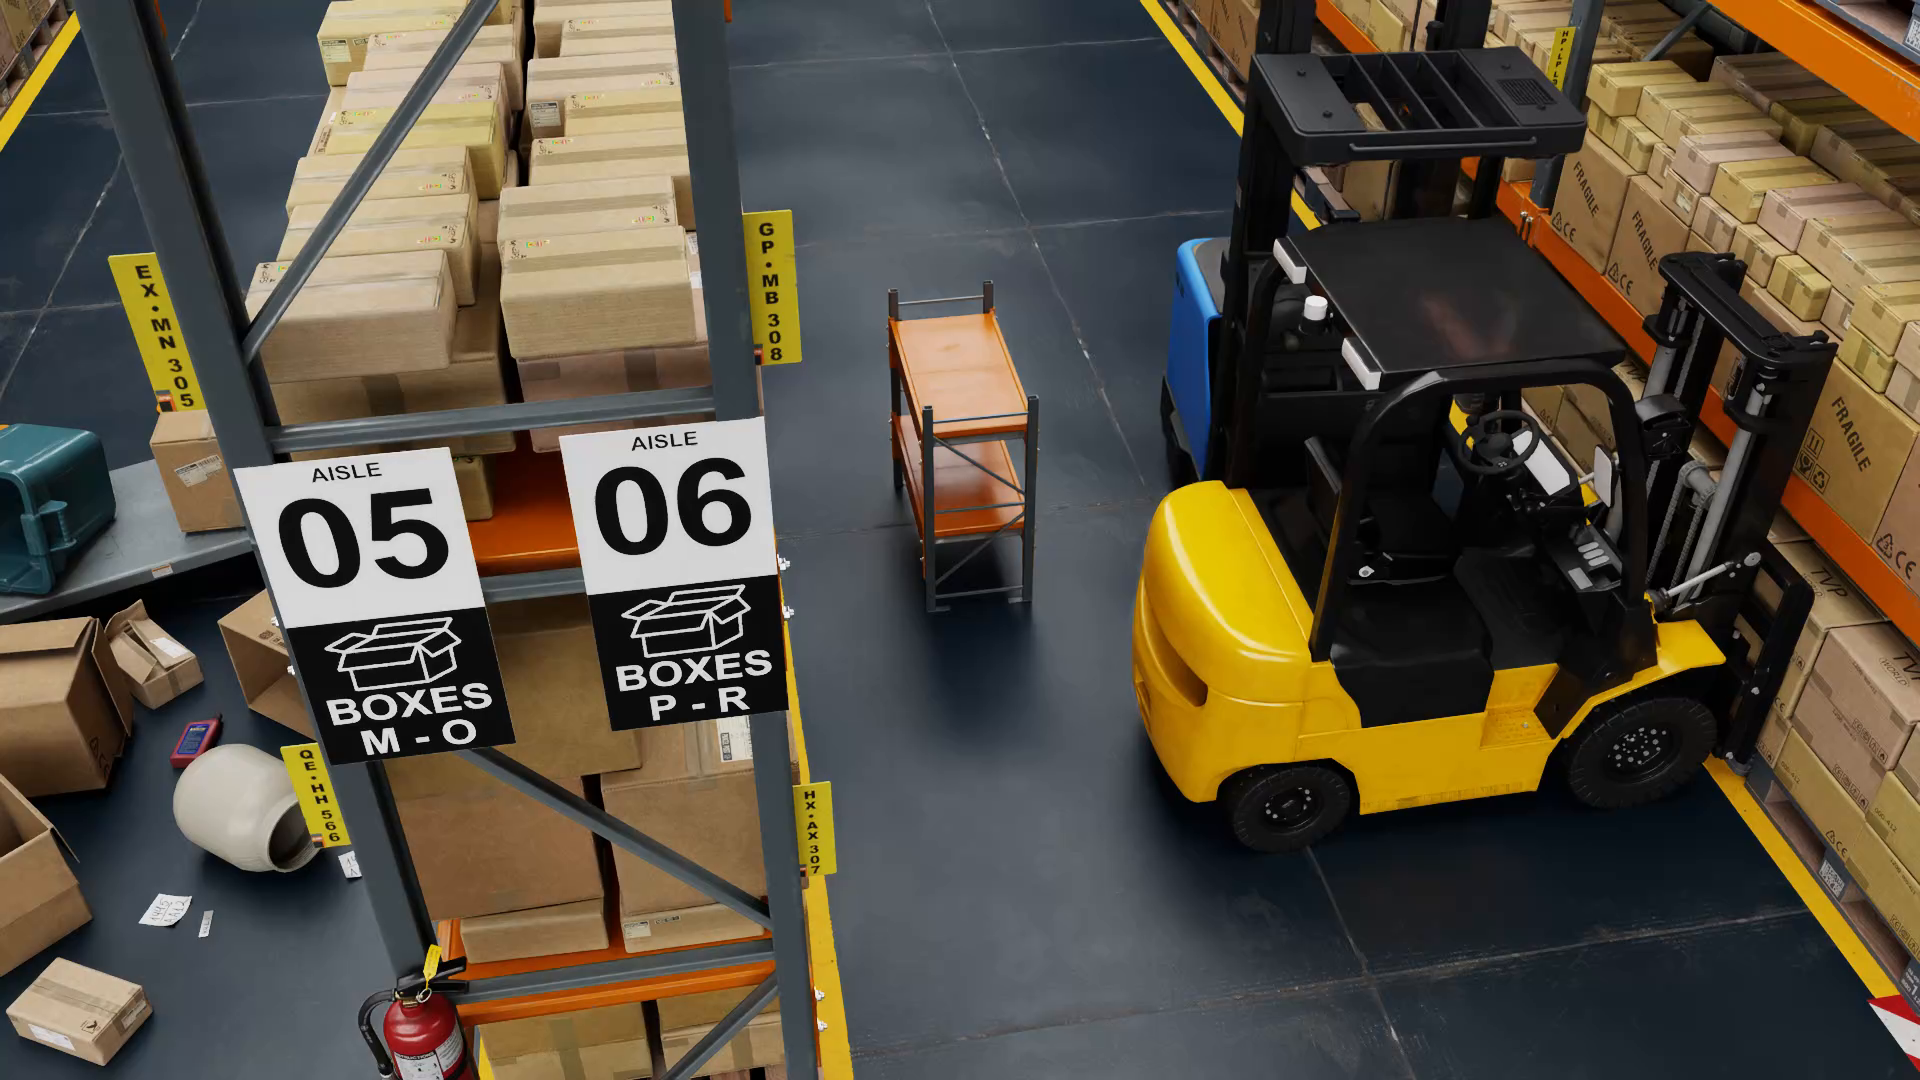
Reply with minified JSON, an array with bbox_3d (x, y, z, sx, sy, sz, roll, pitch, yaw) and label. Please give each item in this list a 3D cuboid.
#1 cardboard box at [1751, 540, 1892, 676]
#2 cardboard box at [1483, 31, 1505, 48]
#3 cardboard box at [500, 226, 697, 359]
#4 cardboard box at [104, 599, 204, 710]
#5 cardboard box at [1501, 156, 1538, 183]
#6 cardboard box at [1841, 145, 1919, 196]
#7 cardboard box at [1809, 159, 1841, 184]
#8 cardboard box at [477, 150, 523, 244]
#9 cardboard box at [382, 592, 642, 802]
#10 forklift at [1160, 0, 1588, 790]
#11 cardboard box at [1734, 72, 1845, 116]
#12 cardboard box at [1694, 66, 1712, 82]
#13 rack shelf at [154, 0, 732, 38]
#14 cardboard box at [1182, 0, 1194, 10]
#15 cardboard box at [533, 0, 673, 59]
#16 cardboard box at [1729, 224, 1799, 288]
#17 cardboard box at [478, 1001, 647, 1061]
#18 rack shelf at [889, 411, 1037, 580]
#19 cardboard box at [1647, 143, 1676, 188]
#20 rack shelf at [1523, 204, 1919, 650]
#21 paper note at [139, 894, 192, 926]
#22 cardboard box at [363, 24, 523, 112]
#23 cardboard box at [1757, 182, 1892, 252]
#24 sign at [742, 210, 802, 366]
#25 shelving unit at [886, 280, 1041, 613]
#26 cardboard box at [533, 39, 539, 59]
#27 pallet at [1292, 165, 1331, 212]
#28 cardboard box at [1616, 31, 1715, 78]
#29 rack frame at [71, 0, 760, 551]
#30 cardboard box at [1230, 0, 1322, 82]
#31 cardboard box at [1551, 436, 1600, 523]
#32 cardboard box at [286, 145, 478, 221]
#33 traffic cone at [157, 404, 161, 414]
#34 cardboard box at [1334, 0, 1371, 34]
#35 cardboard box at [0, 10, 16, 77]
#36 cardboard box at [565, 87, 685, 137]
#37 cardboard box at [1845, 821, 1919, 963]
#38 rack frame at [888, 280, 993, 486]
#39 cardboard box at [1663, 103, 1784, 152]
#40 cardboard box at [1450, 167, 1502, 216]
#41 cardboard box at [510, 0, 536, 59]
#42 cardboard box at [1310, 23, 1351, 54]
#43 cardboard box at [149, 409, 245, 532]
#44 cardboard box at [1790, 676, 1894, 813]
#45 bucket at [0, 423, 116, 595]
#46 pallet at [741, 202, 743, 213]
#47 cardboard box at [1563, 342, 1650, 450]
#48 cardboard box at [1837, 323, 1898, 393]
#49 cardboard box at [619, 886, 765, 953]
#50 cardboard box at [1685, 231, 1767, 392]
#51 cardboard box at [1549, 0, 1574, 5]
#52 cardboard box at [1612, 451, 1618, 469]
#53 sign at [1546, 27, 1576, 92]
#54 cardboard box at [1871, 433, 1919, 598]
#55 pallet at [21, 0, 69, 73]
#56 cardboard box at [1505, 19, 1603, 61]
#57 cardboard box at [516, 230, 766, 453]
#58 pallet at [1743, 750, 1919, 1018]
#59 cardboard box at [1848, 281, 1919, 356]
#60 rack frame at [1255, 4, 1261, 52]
[{"bbox_3d":[3.411,0.247,6.471,0.500,0.250,0.500,-6,38,-7],"label":"cardboard box"},{"bbox_3d":[2.856,-2.555,8.709,0.500,0.250,0.500,-7,38,-9],"label":"cardboard box"},{"bbox_3d":[-0.755,-0.523,3.488,0.380,0.149,0.250,-6,38,-8],"label":"cardboard box"},{"bbox_3d":[-3.565,0.500,7.289,0.396,0.266,0.258,27,45,30],"label":"cardboard box"},{"bbox_3d":[2.945,-2.055,8.473,0.500,0.250,0.500,-5,38,-7],"label":"cardboard box"},{"bbox_3d":[3.839,-1.473,6.749,0.380,0.149,0.250,-7,38,-9],"label":"cardboard box"},{"bbox_3d":[3.800,-1.507,7.034,0.380,0.149,0.250,-6,38,-8],"label":"cardboard box"},{"bbox_3d":[-1.323,-0.714,4.059,0.500,0.250,0.500,-7,38,-9],"label":"cardboard box"},{"bbox_3d":[-1.198,0.277,4.209,0.700,0.500,0.500,-7,38,-9],"label":"cardboard box"},{"bbox_3d":[1.712,-0.947,6.979,1.130,2.935,3.031,-3,38,-4],"label":"forklift"},{"bbox_3d":[3.648,-1.935,7.343,0.380,0.149,0.250,-7,38,-9],"label":"cardboard box"},{"bbox_3d":[3.454,-2.311,8.394,0.500,0.250,0.500,-7,38,-9],"label":"cardboard box"},{"bbox_3d":[-1.244,-2.178,4.207,1.077,0.370,4.000,-6,38,-8],"label":"rack shelf"},{"bbox_3d":[2.023,-4.596,13.316,0.500,0.500,0.500,-8,38,-10],"label":"cardboard box"},{"bbox_3d":[-0.991,-1.445,4.675,0.380,0.149,0.250,-5,38,-7],"label":"cardboard box"},{"bbox_3d":[3.284,-1.137,6.558,0.380,0.149,0.250,-7,38,-9],"label":"cardboard box"},{"bbox_3d":[-1.291,1.282,5.343,0.500,0.500,0.500,-6,38,-8],"label":"cardboard box"},{"bbox_3d":[-0.001,-0.255,7.960,0.538,0.278,1.000,-6,38,-8],"label":"rack shelf"},{"bbox_3d":[3.208,-1.602,7.157,0.380,0.149,0.250,-6,38,-8],"label":"cardboard box"},{"bbox_3d":[3.642,-0.346,6.737,1.077,0.370,4.000,-6,38,-8],"label":"rack shelf"},{"bbox_3d":[-3.021,1.405,6.326,0.148,0.019,0.142,6,38,8],"label":"paper note"},{"bbox_3d":[-1.364,-1.239,4.410,0.380,0.149,0.250,-7,38,-9],"label":"cardboard box"},{"bbox_3d":[3.359,-1.257,6.471,0.380,0.149,0.250,-6,38,-8],"label":"cardboard box"},{"bbox_3d":[-0.360,-0.474,3.158,0.100,0.325,0.005,-6,38,-8],"label":"sign"},{"bbox_3d":[-0.001,-0.448,7.810,0.538,1.125,1.048,-6,38,-8],"label":"shelving unit"},{"bbox_3d":[-0.984,-1.387,4.926,0.500,0.250,0.500,-5,38,-7],"label":"cardboard box"},{"bbox_3d":[2.696,-2.652,11.391,1.003,0.211,1.213,-6,38,-8],"label":"pallet"},{"bbox_3d":[3.441,-2.369,8.144,0.380,0.149,0.250,-7,38,-9],"label":"cardboard box"},{"bbox_3d":[-0.894,-1.255,2.431,1.000,3.000,0.127,-6,38,-8],"label":"rack frame"},{"bbox_3d":[2.304,-3.665,12.118,0.500,0.500,0.500,-5,38,-7],"label":"cardboard box"},{"bbox_3d":[3.154,-0.285,7.971,0.500,0.250,0.500,-7,38,-9],"label":"cardboard box"},{"bbox_3d":[-1.314,-0.771,3.807,0.380,0.149,0.250,-7,38,-8],"label":"cardboard box"},{"bbox_3d":[-4.226,-0.966,9.017,0.336,0.463,0.334,-6,38,-8],"label":"traffic cone"},{"bbox_3d":[2.607,-3.286,10.057,0.500,0.250,0.500,-7,38,-9],"label":"cardboard box"},{"bbox_3d":[-7.300,-3.679,12.136,0.500,0.500,0.500,-7,38,-9],"label":"cardboard box"},{"bbox_3d":[-0.769,-0.991,4.090,0.380,0.149,0.250,-6,38,-8],"label":"cardboard box"},{"bbox_3d":[3.599,1.248,5.998,0.500,0.250,0.500,-6,38,-8],"label":"cardboard box"},{"bbox_3d":[-0.090,-0.755,8.205,0.500,1.125,0.032,-6,38,-8],"label":"rack frame"},{"bbox_3d":[3.243,-1.726,7.074,0.380,0.149,0.250,-7,38,-9],"label":"cardboard box"},{"bbox_3d":[3.060,-1.850,9.679,0.875,0.625,0.625,-7,38,-8],"label":"cardboard box"},{"bbox_3d":[-1.613,-1.635,5.245,0.500,0.250,0.500,-6,38,-8],"label":"cardboard box"},{"bbox_3d":[2.686,-3.104,11.294,0.875,0.625,0.625,-5,38,-7],"label":"cardboard box"},{"bbox_3d":[-3.342,-0.404,7.646,0.500,0.500,0.500,-6,38,-8],"label":"cardboard box"},{"bbox_3d":[3.522,0.736,6.249,0.500,0.250,0.500,-7,38,-8],"label":"cardboard box"},{"bbox_3d":[-4.157,-0.182,7.368,0.726,0.611,0.620,6,28,8],"label":"bucket"},{"bbox_3d":[-1.586,-1.704,8.054,1.003,0.211,1.213,-6,38,-8],"label":"pallet"},{"bbox_3d":[3.147,-0.677,7.661,0.500,0.250,0.500,-6,38,-8],"label":"cardboard box"},{"bbox_3d":[3.407,-0.669,5.956,0.380,0.149,0.250,-6,38,-8],"label":"cardboard box"},{"bbox_3d":[-0.750,0.986,4.641,0.380,0.149,0.250,-6,38,-8],"label":"cardboard box"},{"bbox_3d":[3.309,-0.963,6.863,0.500,0.500,0.500,-7,38,-8],"label":"cardboard box"},{"bbox_3d":[3.337,-2.840,8.750,0.380,0.149,0.250,-7,38,-8],"label":"cardboard box"},{"bbox_3d":[3.239,-0.181,7.430,0.500,0.250,0.500,-7,38,-8],"label":"cardboard box"},{"bbox_3d":[2.759,-2.200,7.657,0.100,0.325,0.005,-6,38,-8],"label":"sign"},{"bbox_3d":[3.566,-0.045,5.681,0.500,0.500,0.500,-5,38,-7],"label":"cardboard box"},{"bbox_3d":[-7.715,-3.969,13.087,1.003,0.211,1.213,-6,38,-8],"label":"pallet"},{"bbox_3d":[2.949,-2.470,8.274,0.380,0.149,0.250,-7,38,-9],"label":"cardboard box"},{"bbox_3d":[-0.720,-0.461,3.733,0.500,0.250,0.500,-7,38,-9],"label":"cardboard box"},{"bbox_3d":[3.817,1.221,6.405,1.003,0.211,1.213,-6,38,-8],"label":"pallet"},{"bbox_3d":[3.400,-0.789,5.868,0.380,0.149,0.250,-6,38,-7],"label":"cardboard box"},{"bbox_3d":[2.590,-4.254,11.181,1.000,3.000,0.127,-6,38,-8],"label":"rack frame"}]
